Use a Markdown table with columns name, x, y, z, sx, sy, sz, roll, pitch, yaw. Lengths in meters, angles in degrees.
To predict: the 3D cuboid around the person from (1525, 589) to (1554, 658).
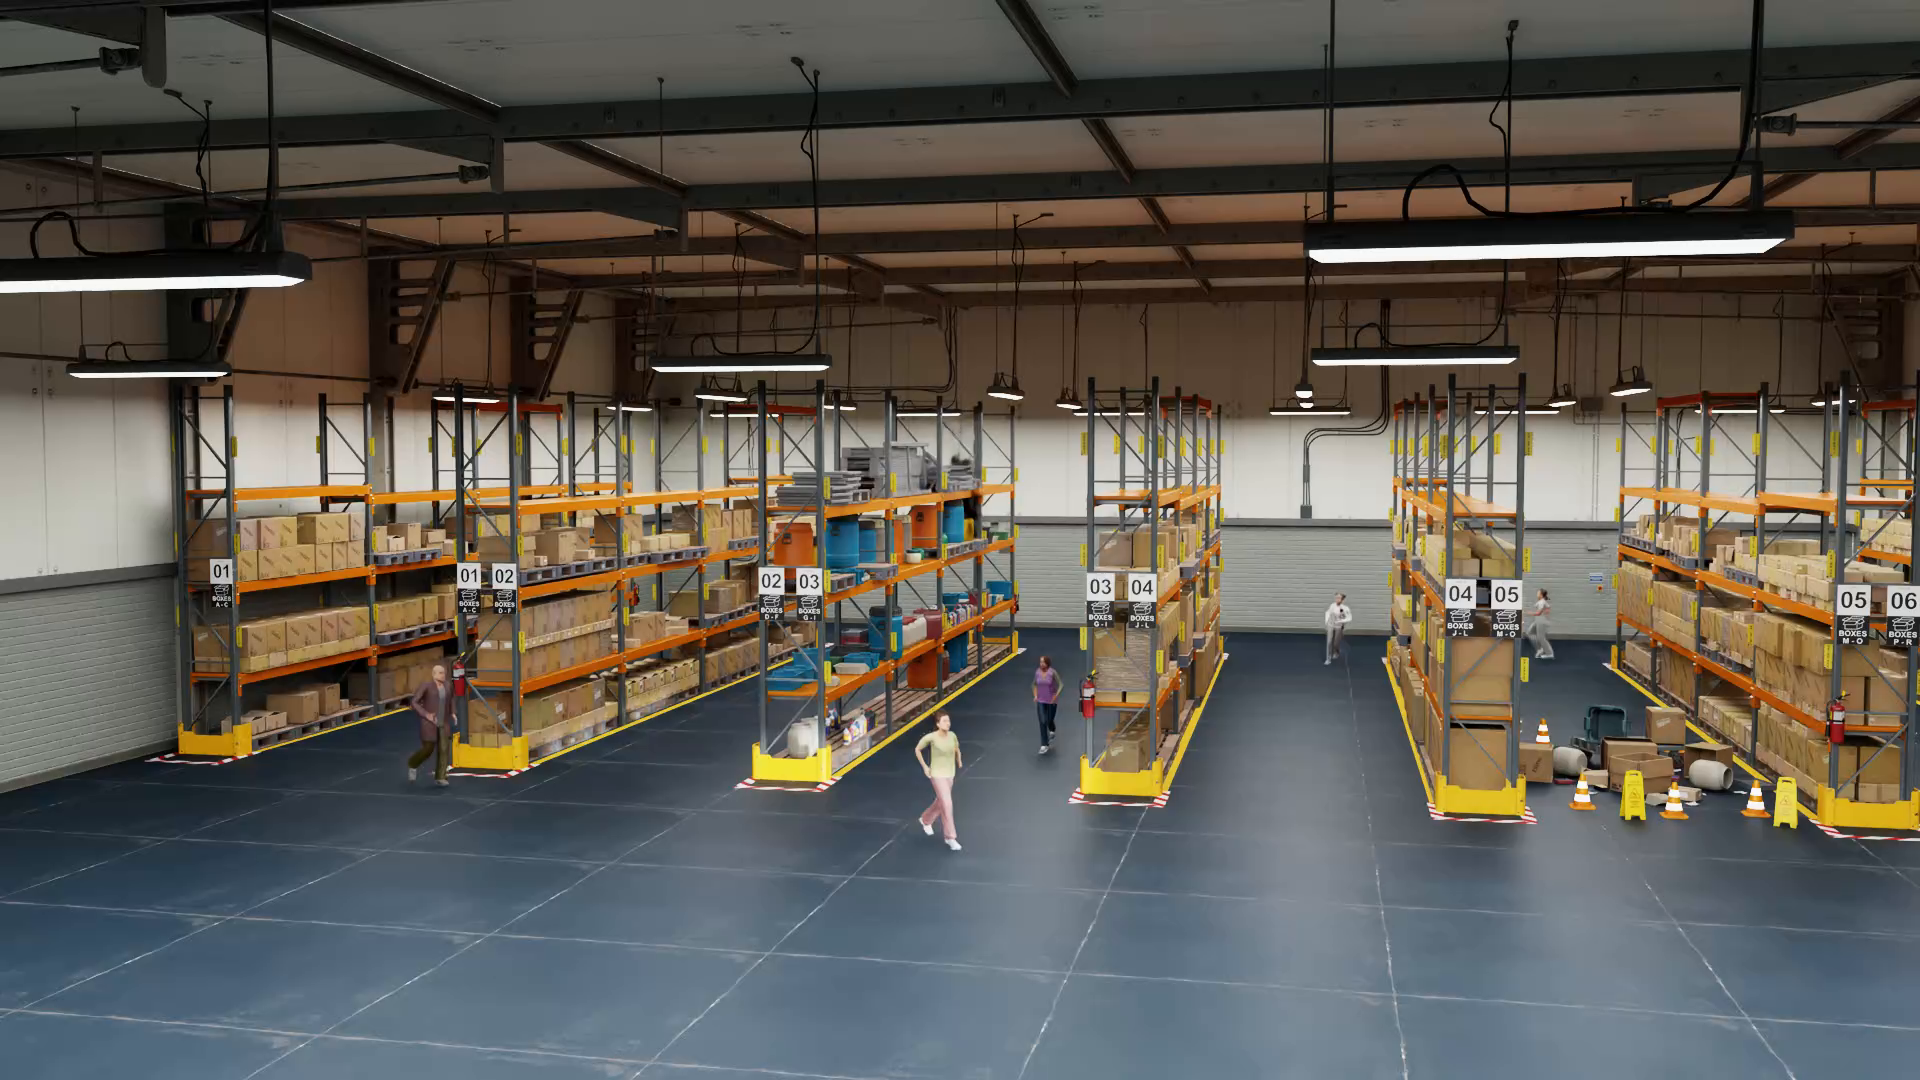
| name | x | y | z | sx | sy | sz | roll | pitch | yaw |
| --- | --- | --- | --- | --- | --- | --- | --- | --- | --- |
| person | 13.669 | 1.970 | 39.242 | 0.660 | 1.657 | 0.540 | 1 | 3 | 14 |

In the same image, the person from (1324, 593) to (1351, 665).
| name | x | y | z | sx | sy | sz | roll | pitch | yaw |
| --- | --- | --- | --- | --- | --- | --- | --- | --- | --- |
| person | 8.740 | 2.041 | 38.455 | 0.660 | 1.682 | 0.788 | 2 | 4 | 33 |

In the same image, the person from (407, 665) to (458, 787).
| name | x | y | z | sx | sy | sz | roll | pitch | yaw |
| --- | --- | --- | --- | --- | --- | --- | --- | --- | --- |
| person | -7.800 | 2.734 | 24.718 | 0.932 | 1.758 | 0.768 | 2 | 4 | 31 |

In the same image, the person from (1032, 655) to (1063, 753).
| name | x | y | z | sx | sy | sz | roll | pitch | yaw |
| --- | --- | --- | --- | --- | --- | --- | --- | --- | --- |
| person | 1.453 | 2.685 | 27.443 | 0.539 | 1.596 | 0.674 | 1 | 3 | 17 |

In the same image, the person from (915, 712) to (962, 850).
| name | x | y | z | sx | sy | sz | roll | pitch | yaw |
| --- | --- | --- | --- | --- | --- | --- | --- | --- | --- |
| person | -0.243 | 2.997 | 20.974 | 0.583 | 1.674 | 0.905 | -3 | 4 | -39 |
